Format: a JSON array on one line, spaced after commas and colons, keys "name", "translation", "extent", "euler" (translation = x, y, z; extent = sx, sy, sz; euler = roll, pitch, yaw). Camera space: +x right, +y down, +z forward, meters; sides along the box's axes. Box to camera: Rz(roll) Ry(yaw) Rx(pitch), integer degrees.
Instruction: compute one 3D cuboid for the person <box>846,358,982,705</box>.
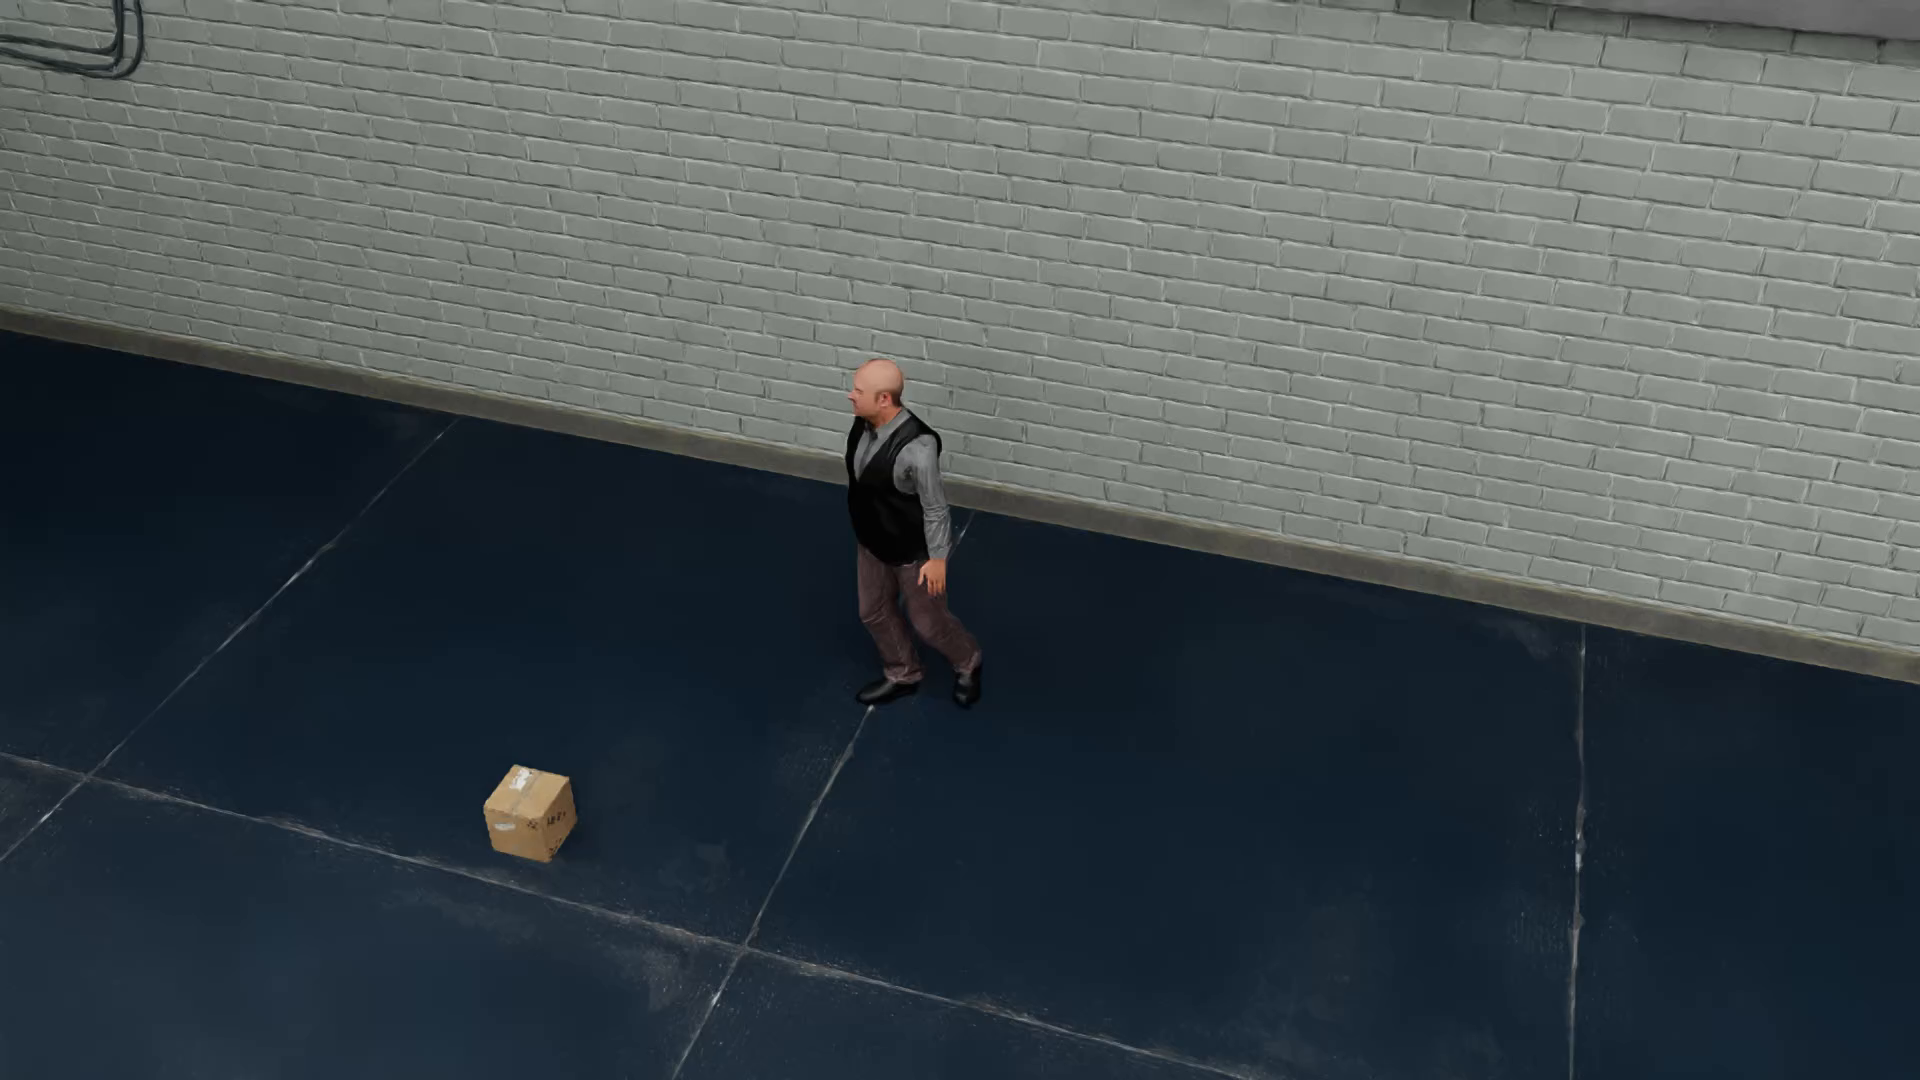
[{"name": "person", "translation": [-0.193, -0.026, 6.949], "extent": [0.555, 1.709, 0.567], "euler": [-25, 43, -29]}]
